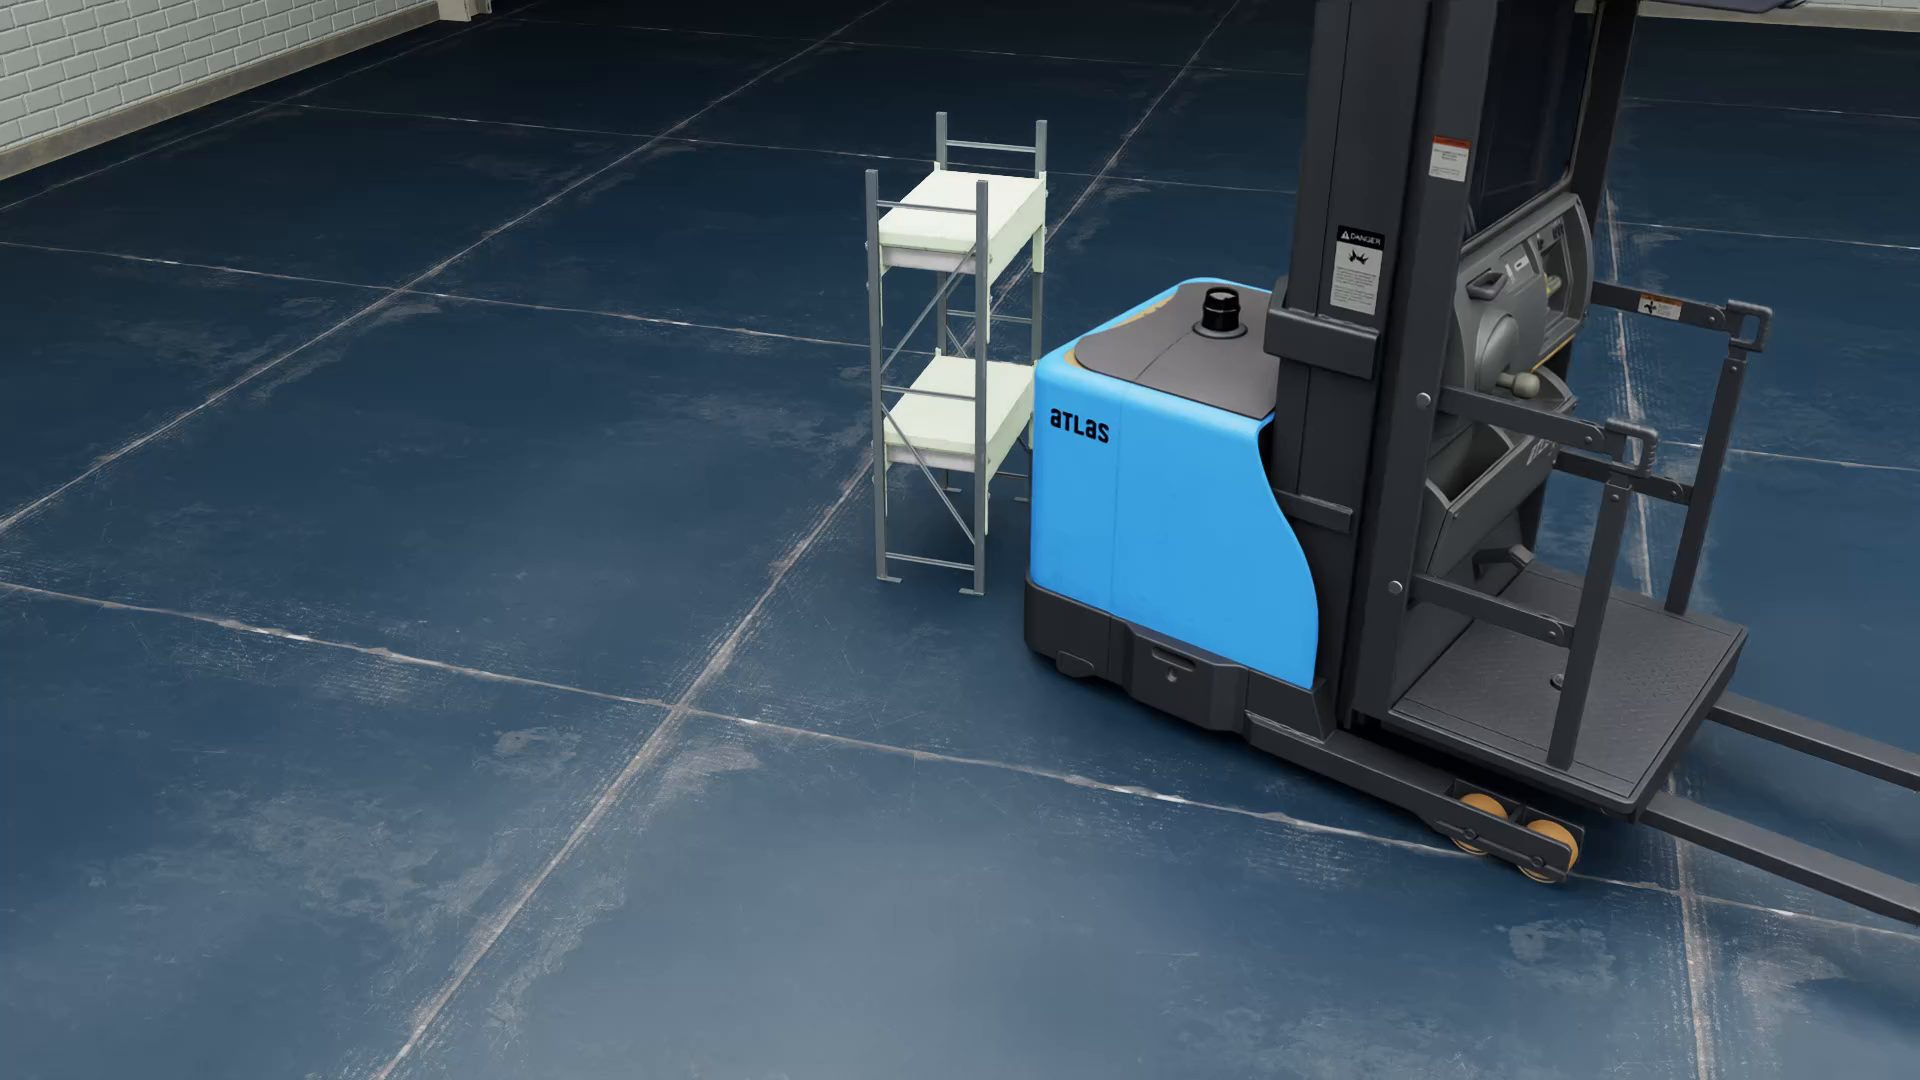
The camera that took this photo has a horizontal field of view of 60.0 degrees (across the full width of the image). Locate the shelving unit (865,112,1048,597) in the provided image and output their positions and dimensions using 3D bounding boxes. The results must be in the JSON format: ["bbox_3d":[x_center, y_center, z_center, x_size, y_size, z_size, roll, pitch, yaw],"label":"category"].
[{"bbox_3d":[0.002,-0.659,5.891,0.431,1.500,0.755,8,30,15],"label":"shelving unit"}]

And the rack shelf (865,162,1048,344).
[{"bbox_3d":[0.002,-1.000,5.701,0.431,0.370,0.720,8,30,15],"label":"rack shelf"}]

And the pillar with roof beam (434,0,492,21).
[{"bbox_3d":[-0.182,-7.867,11.136,9.100,9.000,0.400,8,30,15],"label":"pillar with roof beam"}]

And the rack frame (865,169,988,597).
[{"bbox_3d":[-0.105,-0.488,5.585,0.400,1.500,0.023,8,30,15],"label":"rack frame"}]

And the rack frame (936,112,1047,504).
[{"bbox_3d":[0.109,-0.829,6.197,0.400,1.500,0.023,8,30,15],"label":"rack frame"}]

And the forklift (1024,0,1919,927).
[{"bbox_3d":[1.687,-0.635,4.377,3.031,2.935,1.130,21,35,32],"label":"forklift"}]

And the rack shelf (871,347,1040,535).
[{"bbox_3d":[0.002,-0.374,6.049,0.431,0.370,0.720,8,30,15],"label":"rack shelf"}]
